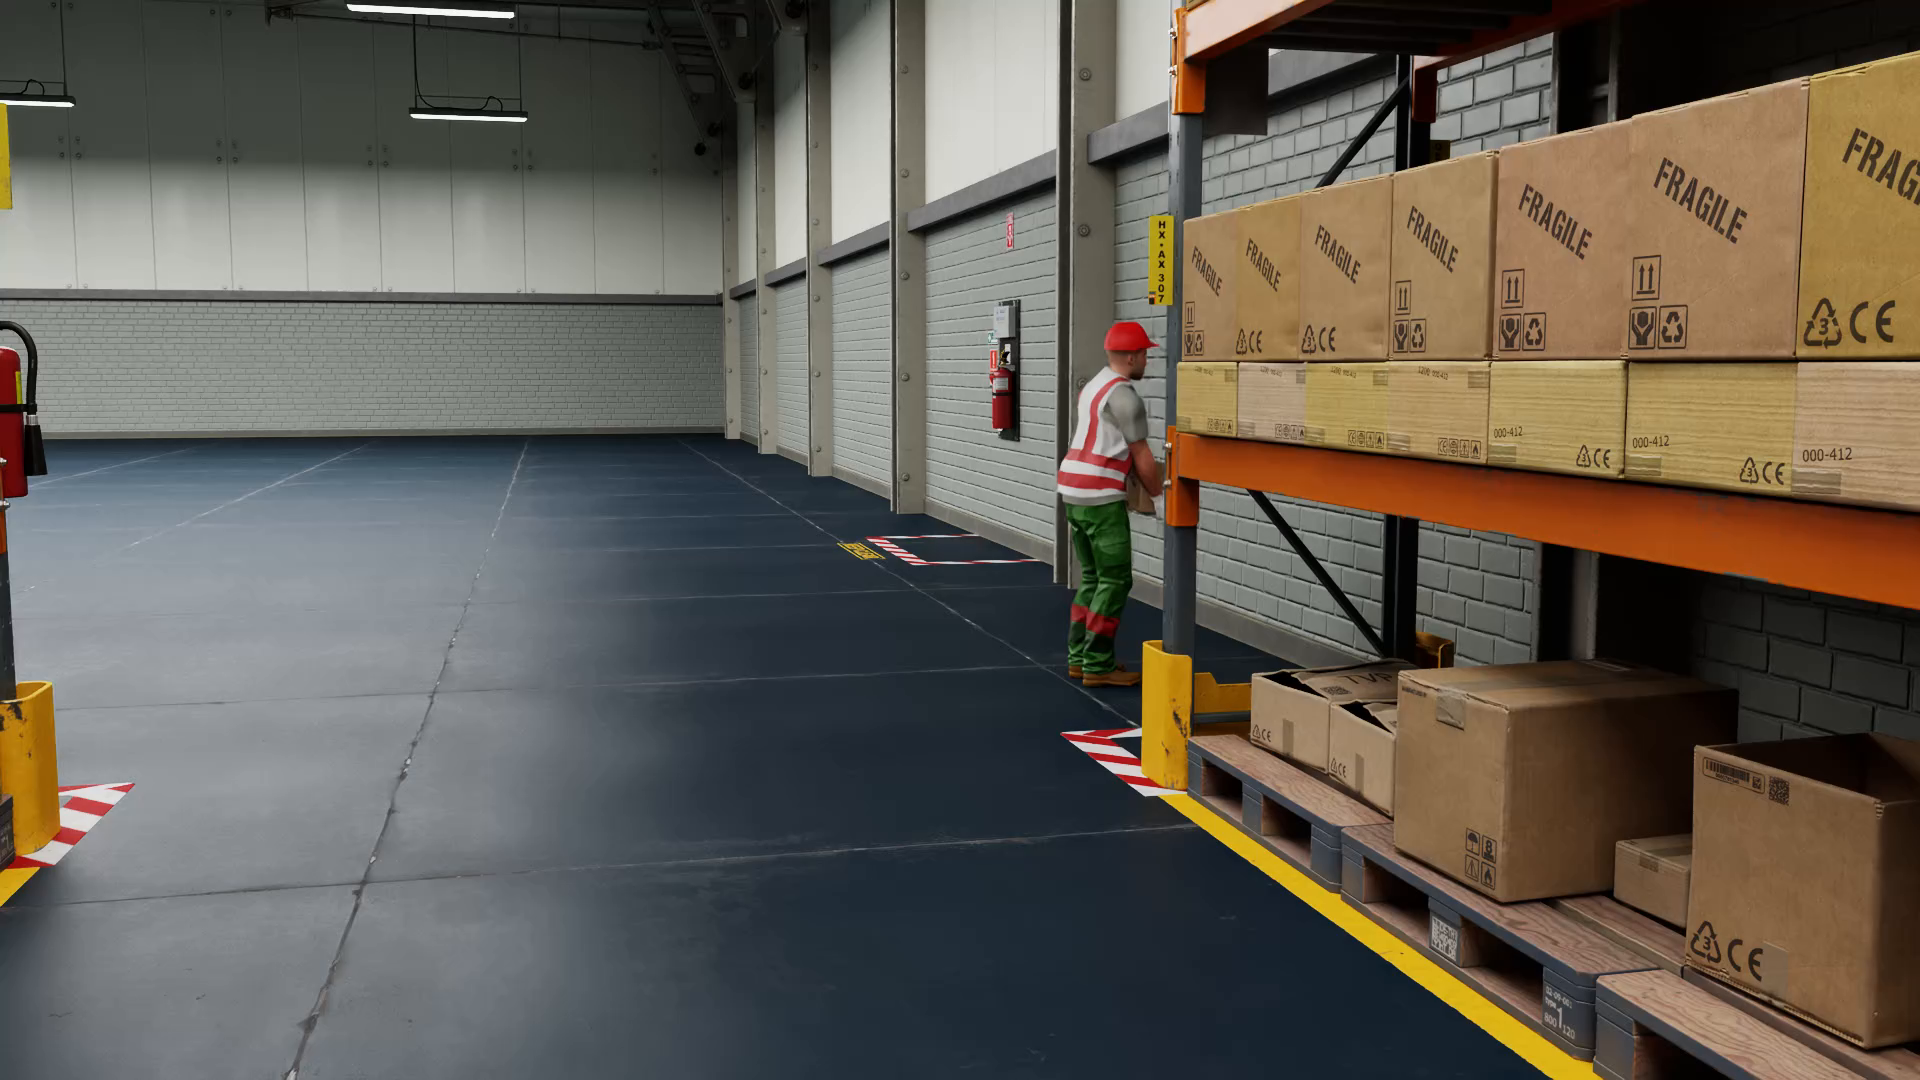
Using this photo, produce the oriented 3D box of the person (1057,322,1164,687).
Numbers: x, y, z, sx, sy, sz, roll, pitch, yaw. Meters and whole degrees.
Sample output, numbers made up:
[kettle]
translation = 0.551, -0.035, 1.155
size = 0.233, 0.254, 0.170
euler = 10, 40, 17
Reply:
[person]
translation = 0.773, -0.184, 8.146
size = 0.583, 1.760, 0.491
euler = -2, 6, -15
